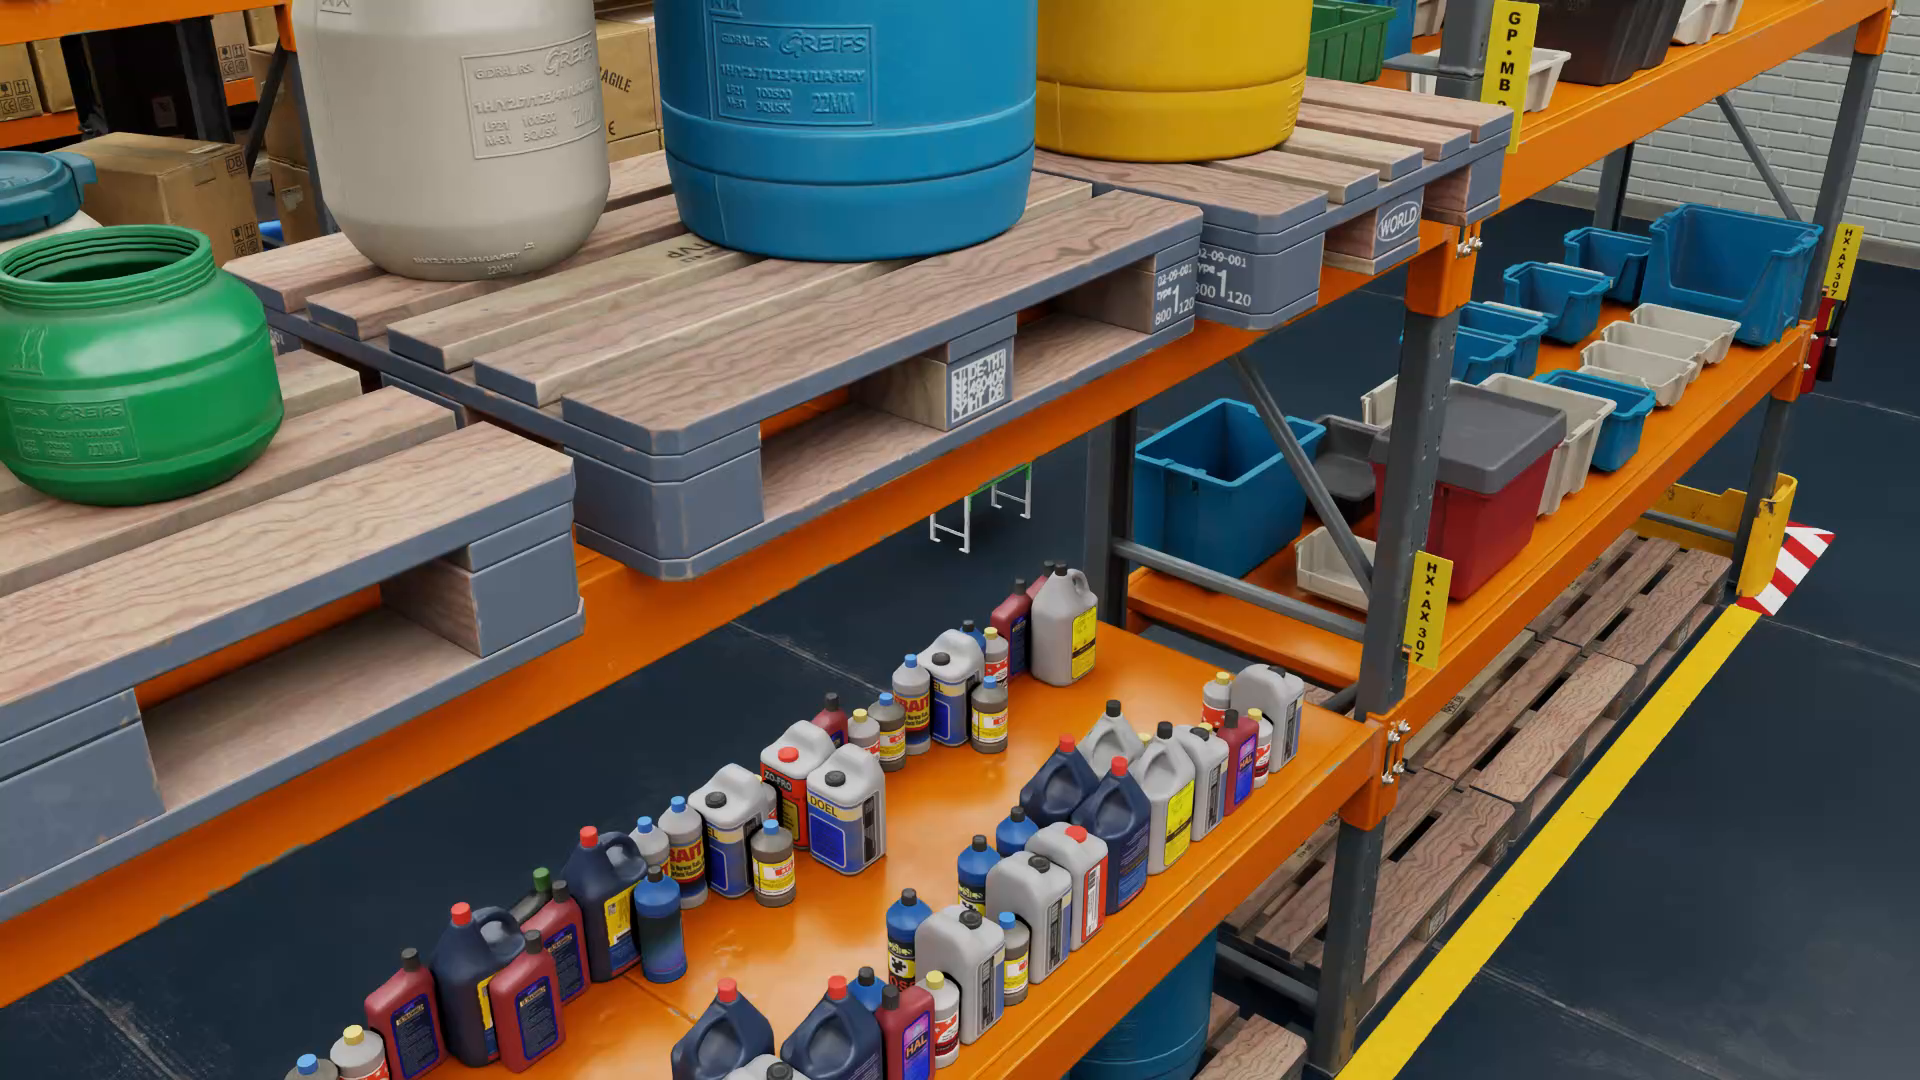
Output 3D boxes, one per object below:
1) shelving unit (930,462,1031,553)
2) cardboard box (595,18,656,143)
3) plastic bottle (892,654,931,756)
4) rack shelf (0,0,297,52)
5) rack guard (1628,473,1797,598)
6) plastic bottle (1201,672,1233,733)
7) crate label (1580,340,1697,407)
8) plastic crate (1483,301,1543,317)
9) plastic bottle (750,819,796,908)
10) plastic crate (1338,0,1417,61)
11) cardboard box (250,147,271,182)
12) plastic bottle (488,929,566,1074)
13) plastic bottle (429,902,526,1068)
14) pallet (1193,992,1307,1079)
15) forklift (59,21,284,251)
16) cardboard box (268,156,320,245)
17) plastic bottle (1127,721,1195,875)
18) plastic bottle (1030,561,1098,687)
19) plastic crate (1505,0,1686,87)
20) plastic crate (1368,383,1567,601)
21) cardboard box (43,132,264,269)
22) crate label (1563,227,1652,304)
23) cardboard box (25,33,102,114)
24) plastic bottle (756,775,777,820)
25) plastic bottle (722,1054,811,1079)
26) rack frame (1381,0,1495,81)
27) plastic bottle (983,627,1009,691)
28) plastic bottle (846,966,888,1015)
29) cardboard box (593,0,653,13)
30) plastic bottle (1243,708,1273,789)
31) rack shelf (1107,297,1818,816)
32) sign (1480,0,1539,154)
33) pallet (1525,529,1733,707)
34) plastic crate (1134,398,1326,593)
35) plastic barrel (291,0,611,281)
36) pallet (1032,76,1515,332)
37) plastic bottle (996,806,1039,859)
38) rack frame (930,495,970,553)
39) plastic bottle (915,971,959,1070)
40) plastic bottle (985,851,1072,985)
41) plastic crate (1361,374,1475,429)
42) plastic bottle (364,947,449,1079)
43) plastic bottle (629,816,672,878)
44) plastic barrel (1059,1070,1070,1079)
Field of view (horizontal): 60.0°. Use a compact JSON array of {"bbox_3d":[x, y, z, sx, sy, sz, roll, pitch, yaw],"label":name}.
[{"bbox_3d":[0.105,-0.592,8.088,0.258,1.200,0.503,21,34,34],"label":"shelving unit"},{"bbox_3d":[-1.857,-2.240,8.119,0.500,0.500,0.500,20,33,33],"label":"cardboard box"},{"bbox_3d":[-0.126,0.420,4.314,0.097,0.271,0.097,0,27,0],"label":"plastic bottle"},{"bbox_3d":[-4.302,-1.606,5.607,1.077,0.370,4.000,21,34,34],"label":"rack shelf"},{"bbox_3d":[3.340,-0.173,8.041,1.175,0.500,0.348,21,34,34],"label":"rack guard"},{"bbox_3d":[0.681,0.440,4.352,0.097,0.201,0.097,0,27,0],"label":"plastic bottle"},{"bbox_3d":[2.602,-0.634,6.433,0.396,0.136,0.243,21,34,34],"label":"crate label"},{"bbox_3d":[2.224,-0.859,6.868,0.250,0.136,0.298,21,34,34],"label":"plastic crate"},{"bbox_3d":[-0.426,0.729,3.793,0.097,0.201,0.097,0,27,0],"label":"plastic bottle"},{"bbox_3d":[1.123,-1.527,4.855,0.416,0.233,0.300,21,34,34],"label":"plastic crate"},{"bbox_3d":[-5.316,-2.609,12.293,0.700,0.500,0.500,19,33,33],"label":"cardboard box"},{"bbox_3d":[-0.870,0.920,3.333,0.061,0.283,0.133,21,34,34],"label":"plastic bottle"},{"bbox_3d":[-0.965,0.870,3.358,0.144,0.351,0.185,21,34,34],"label":"plastic bottle"},{"bbox_3d":[0.267,1.647,4.836,1.003,0.211,1.213,21,34,34],"label":"pallet"},{"bbox_3d":[-4.916,-2.081,9.083,3.031,2.935,1.130,-18,32,-30],"label":"forklift"},{"bbox_3d":[-2.909,-1.598,7.967,0.500,0.500,0.500,21,34,35],"label":"cardboard box"},{"bbox_3d":[0.458,0.591,3.898,0.144,0.351,0.185,21,34,34],"label":"plastic bottle"},{"bbox_3d":[0.291,0.213,4.626,0.144,0.351,0.185,21,34,34],"label":"plastic bottle"},{"bbox_3d":[1.792,-1.487,4.738,0.497,0.269,0.590,21,34,34],"label":"plastic crate"},{"bbox_3d":[1.552,-0.151,5.143,0.402,0.464,0.583,21,34,34],"label":"plastic crate"},{"bbox_3d":[-3.503,-1.430,7.184,0.700,0.500,0.500,9,29,18],"label":"cardboard box"},{"bbox_3d":[2.924,-1.232,7.484,0.416,0.233,0.303,21,34,34],"label":"crate label"},{"bbox_3d":[-6.028,-3.326,11.089,0.980,0.700,0.700,20,33,33],"label":"cardboard box"},{"bbox_3d":[-0.482,0.650,3.946,0.097,0.201,0.097,0,27,0],"label":"plastic bottle"},{"bbox_3d":[-0.347,1.070,3.053,0.152,0.276,0.135,21,34,34],"label":"plastic bottle"},{"bbox_3d":[0.790,-2.517,3.323,1.000,3.000,0.127,21,34,34],"label":"rack frame"},{"bbox_3d":[0.084,0.334,4.556,0.097,0.201,0.097,0,27,0],"label":"plastic bottle"},{"bbox_3d":[-0.182,0.955,3.279,0.097,0.271,0.097,0,27,0],"label":"plastic bottle"},{"bbox_3d":[-1.942,-2.584,8.784,0.500,0.500,0.500,20,34,34],"label":"cardboard box"},{"bbox_3d":[0.737,0.519,4.199,0.097,0.201,0.097,0,27,0],"label":"plastic bottle"},{"bbox_3d":[2.063,-0.242,6.237,1.077,0.370,4.000,21,34,34],"label":"rack shelf"},{"bbox_3d":[1.214,-1.028,3.698,0.100,0.325,0.005,21,34,34],"label":"sign"},{"bbox_3d":[2.780,0.249,7.540,1.003,0.211,1.213,21,34,34],"label":"pallet"},{"bbox_3d":[0.824,-0.138,5.204,0.392,0.384,0.575,21,34,34],"label":"plastic crate"},{"bbox_3d":[-0.742,-0.686,2.443,0.433,0.535,0.433,0,27,0],"label":"plastic barrel"},{"bbox_3d":[0.367,-0.795,3.463,1.213,0.211,1.003,21,34,34],"label":"pallet"},{"bbox_3d":[0.128,0.717,3.740,0.097,0.271,0.097,0,27,0],"label":"plastic bottle"},{"bbox_3d":[-0.050,-0.505,7.921,0.240,1.200,0.015,21,34,34],"label":"rack frame"},{"bbox_3d":[-0.050,0.957,3.352,0.097,0.201,0.097,0,27,0],"label":"plastic bottle"},{"bbox_3d":[0.150,0.792,3.589,0.152,0.276,0.135,21,34,34],"label":"plastic bottle"},{"bbox_3d":[1.666,-0.468,6.111,0.293,0.136,0.466,21,34,34],"label":"plastic crate"},{"bbox_3d":[-1.099,0.944,3.288,0.061,0.283,0.133,21,34,34],"label":"plastic bottle"},{"bbox_3d":[-0.691,0.735,3.704,0.097,0.271,0.097,0,27,0],"label":"plastic bottle"},{"bbox_3d":[-0.019,1.332,4.238,0.600,0.901,0.708,21,34,34],"label":"plastic barrel"}]
